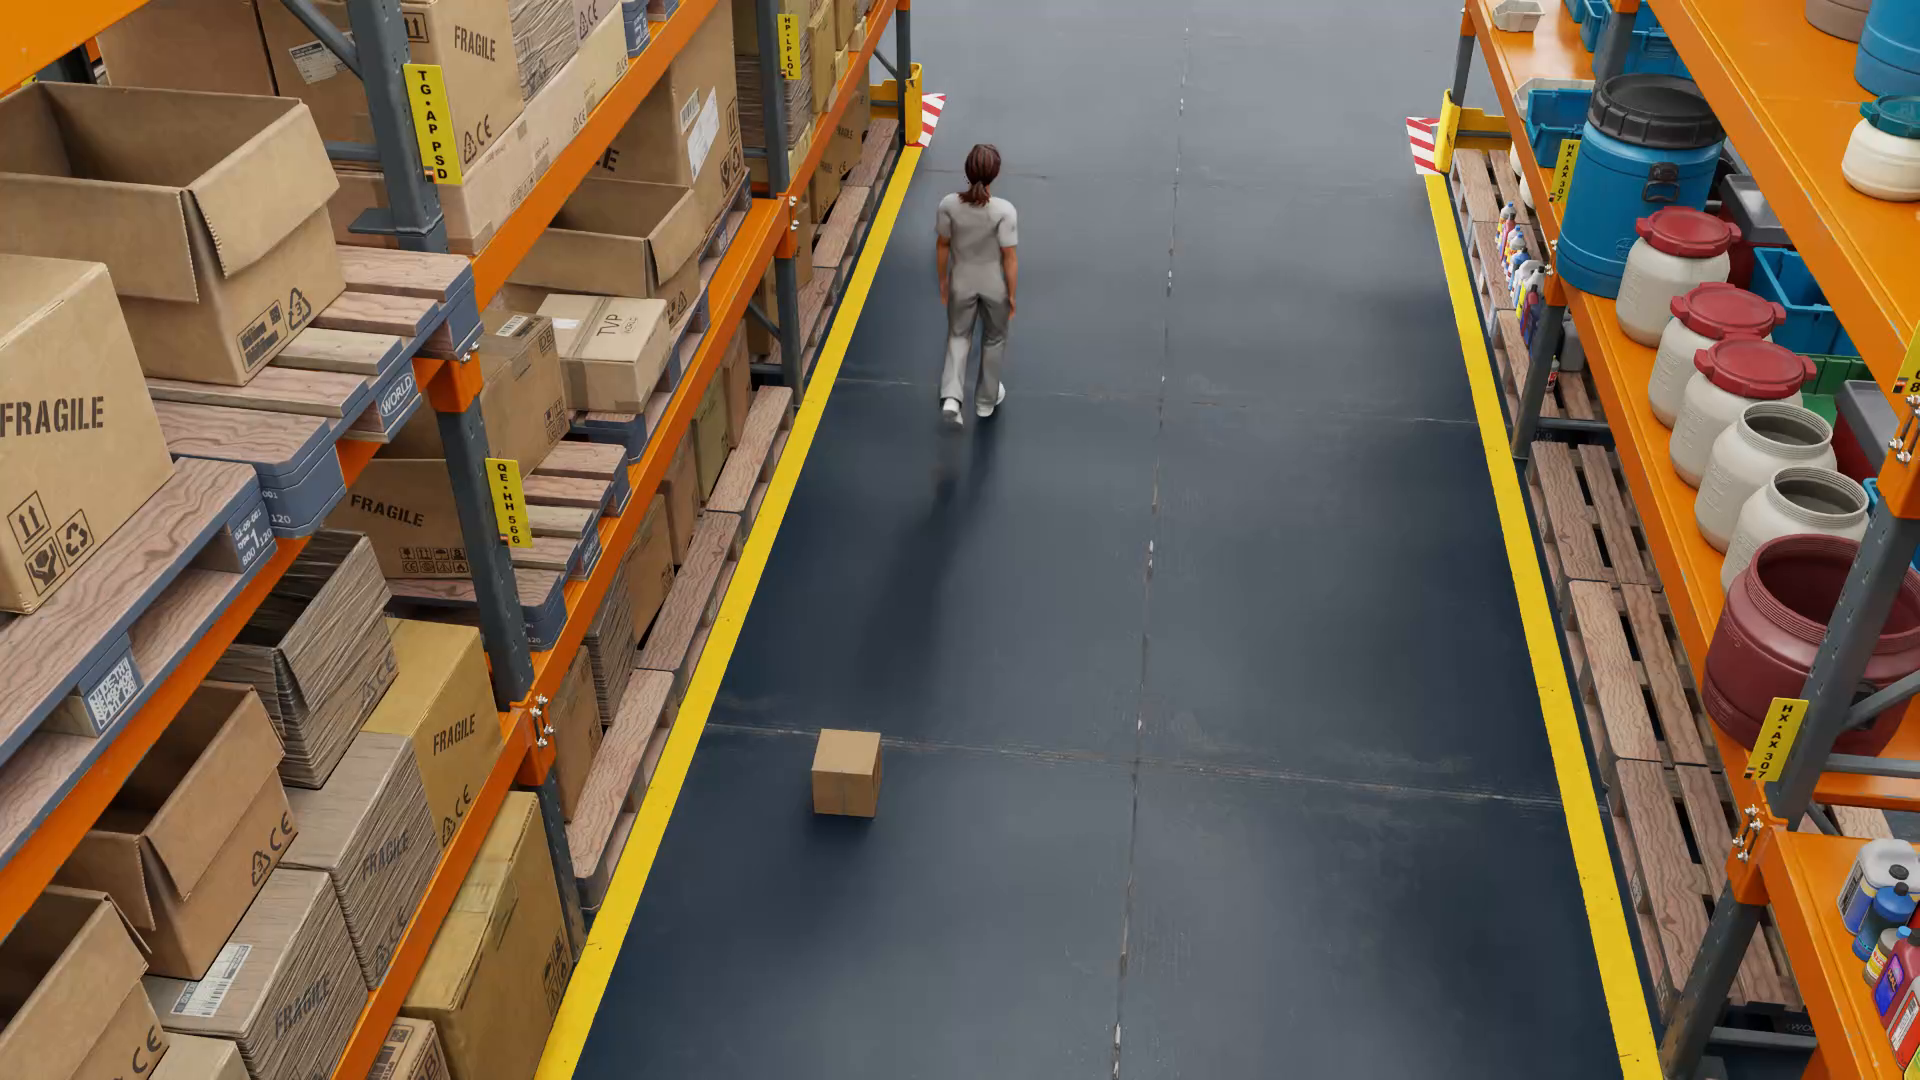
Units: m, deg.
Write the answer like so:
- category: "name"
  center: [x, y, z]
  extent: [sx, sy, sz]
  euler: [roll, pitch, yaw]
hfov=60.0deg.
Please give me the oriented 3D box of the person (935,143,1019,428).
- category: "person"
  center: [0.087, -1.320, 8.820]
  extent: [0.449, 1.644, 0.734]
  euler: [8, 37, 11]
